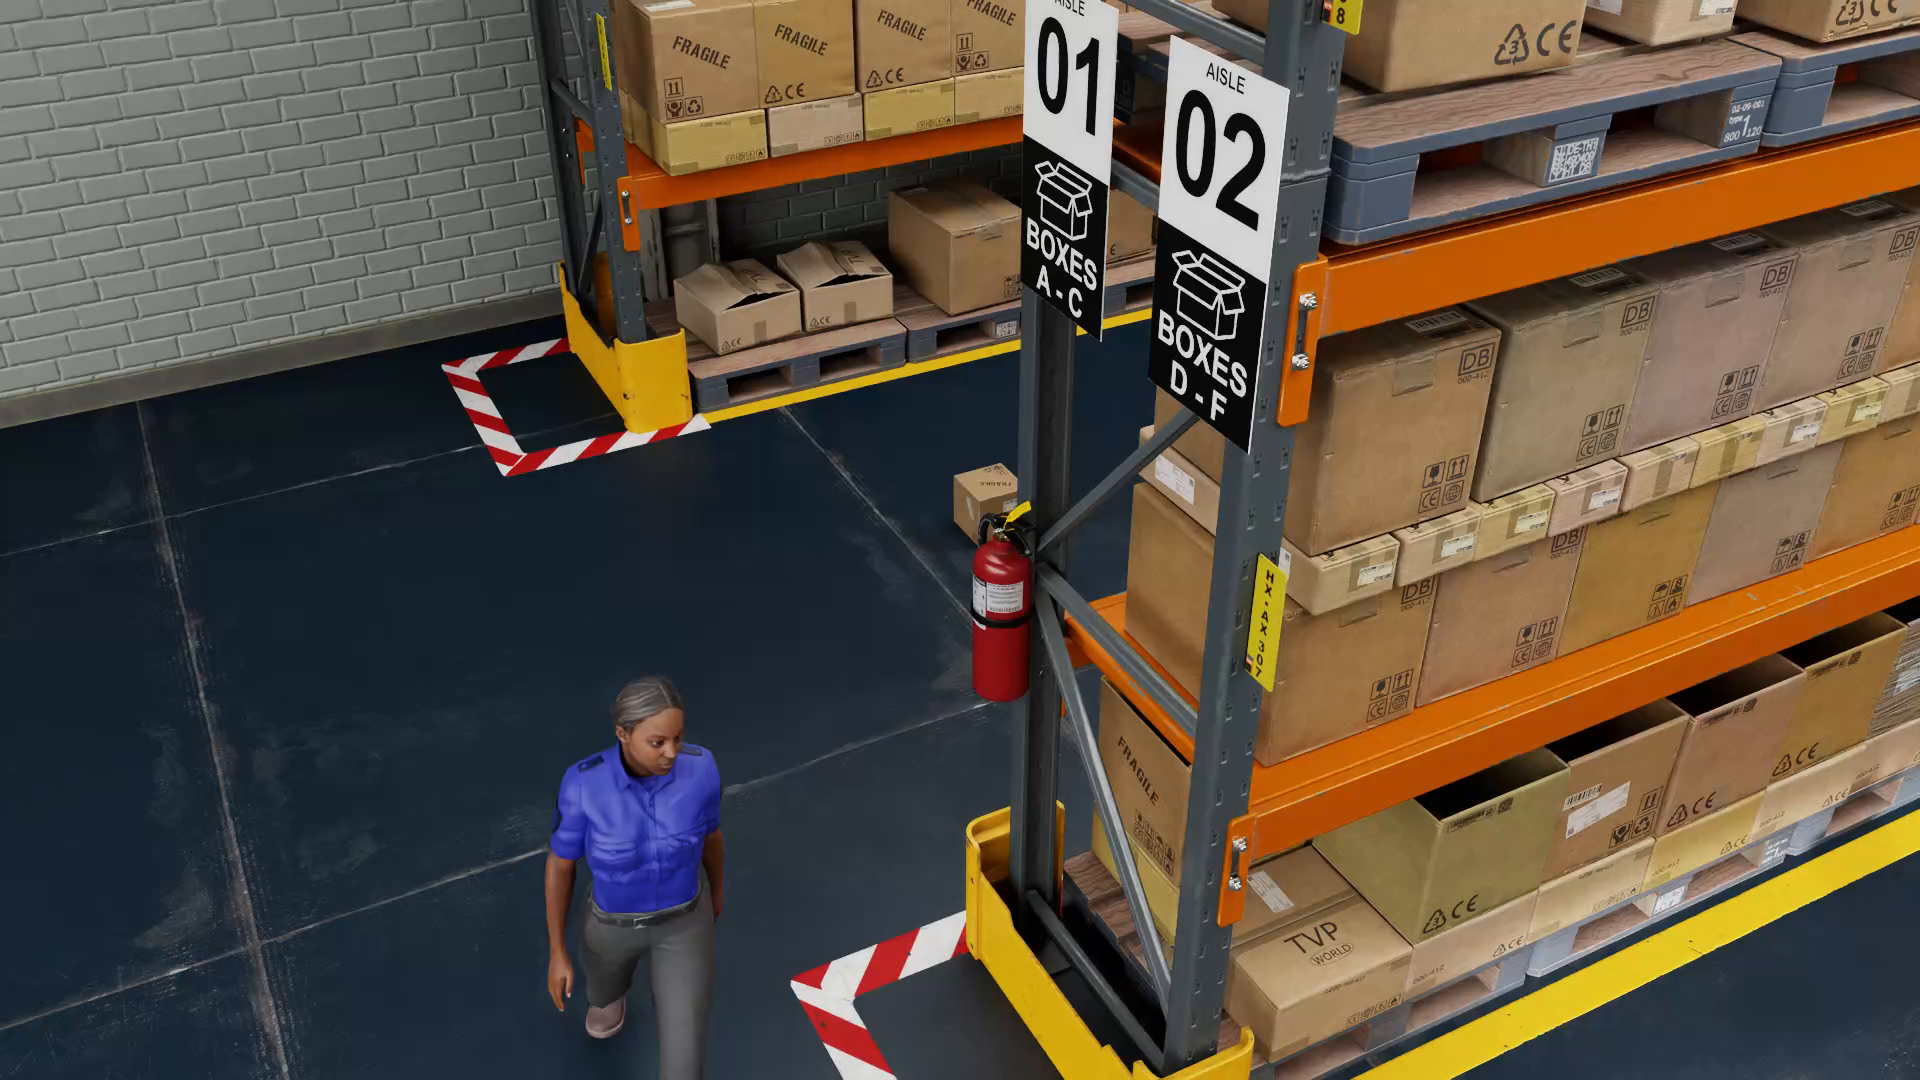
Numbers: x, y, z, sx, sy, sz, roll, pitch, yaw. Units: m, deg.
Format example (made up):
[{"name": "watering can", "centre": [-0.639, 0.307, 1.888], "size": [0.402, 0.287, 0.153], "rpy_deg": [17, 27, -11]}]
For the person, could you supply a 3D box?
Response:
[{"name": "person", "centre": [-0.886, 1.019, 4.589], "size": [0.524, 1.613, 0.955], "rpy_deg": [-8, 34, -12]}]
